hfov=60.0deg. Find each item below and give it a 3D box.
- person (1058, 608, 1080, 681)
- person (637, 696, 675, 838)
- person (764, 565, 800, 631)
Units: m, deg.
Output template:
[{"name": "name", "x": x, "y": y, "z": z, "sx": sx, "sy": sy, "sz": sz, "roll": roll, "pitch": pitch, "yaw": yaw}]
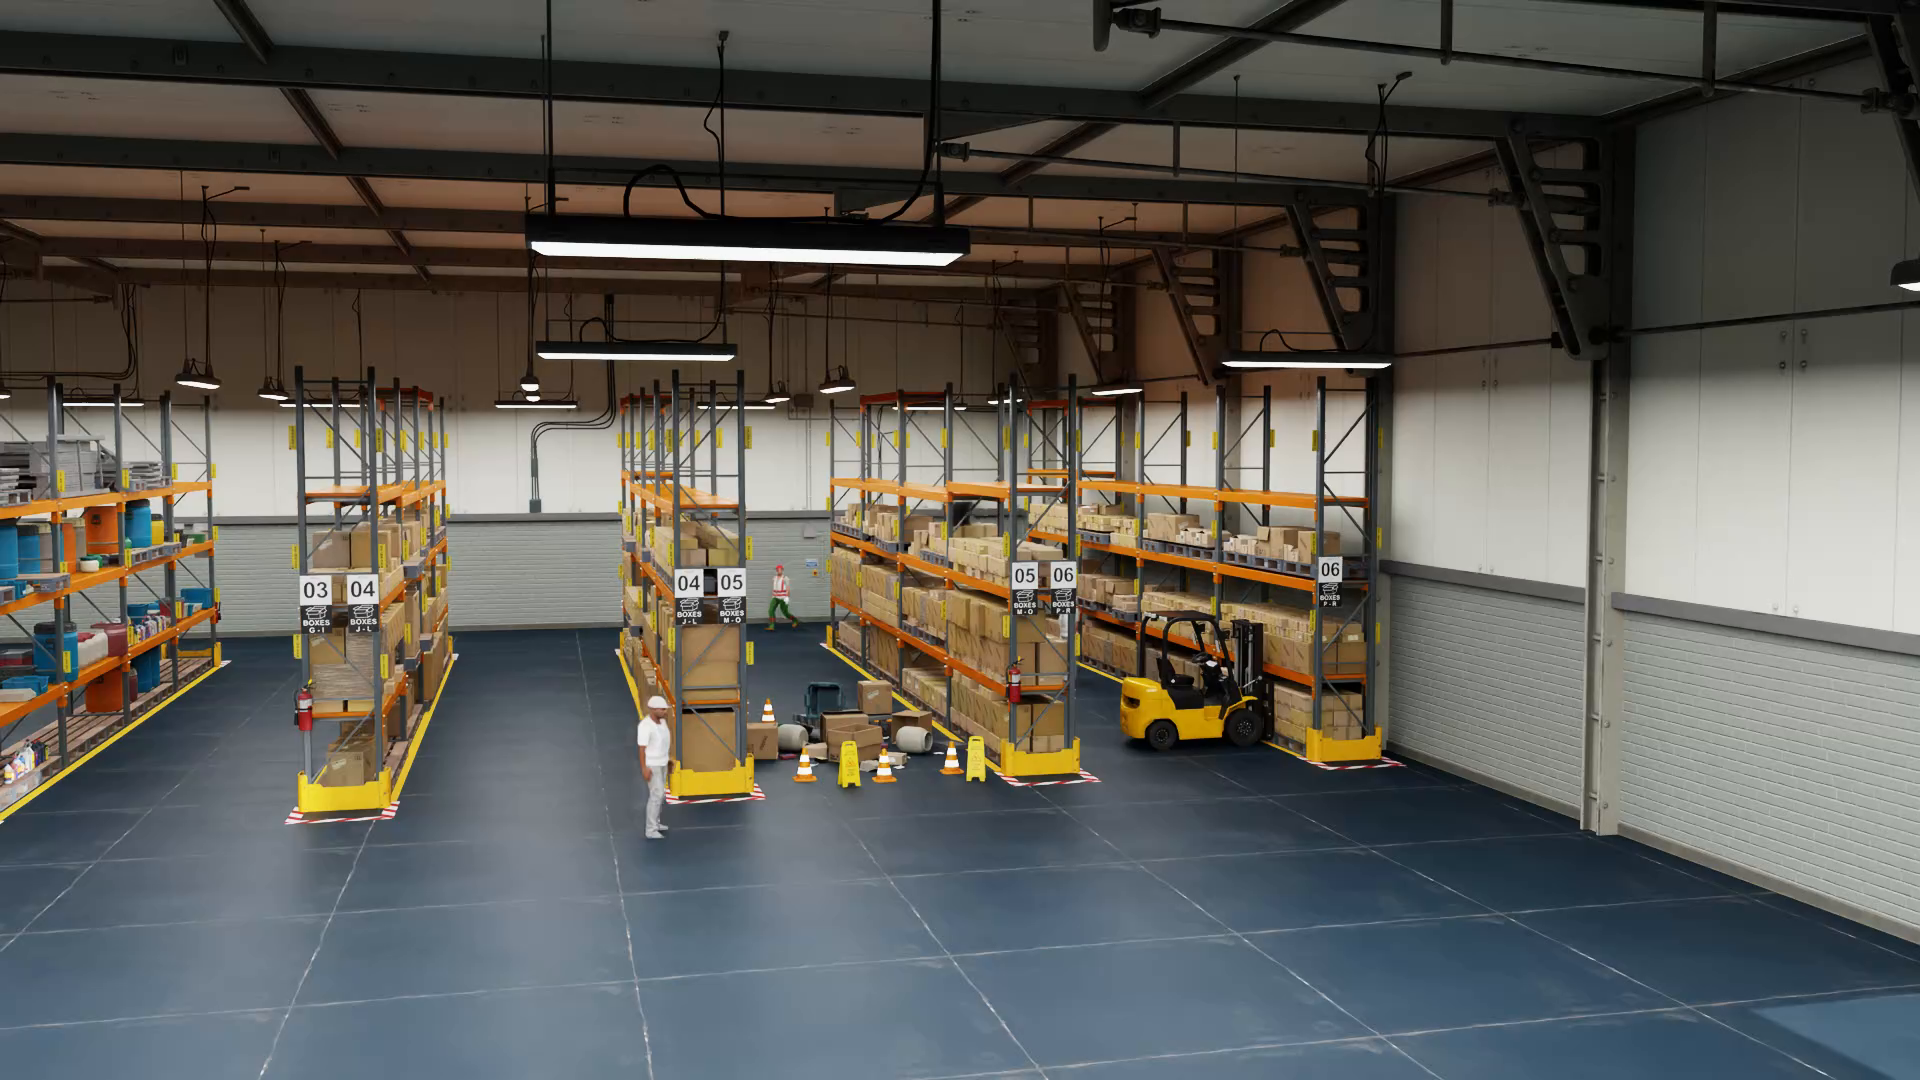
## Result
[{"name": "person", "x": 2.272, "y": 2.029, "z": 34.721, "sx": 0.384, "sy": 1.782, "sz": 0.599, "roll": -1, "pitch": 4, "yaw": -21}, {"name": "person", "x": -3.852, "y": 2.884, "z": 21.219, "sx": 0.442, "sy": 1.810, "sz": 0.601, "roll": 1, "pitch": 4, "yaw": 15}, {"name": "person", "x": -4.722, "y": 1.517, "z": 43.777, "sx": 0.992, "sy": 1.741, "sz": 0.697, "roll": -3, "pitch": 5, "yaw": -44}]
